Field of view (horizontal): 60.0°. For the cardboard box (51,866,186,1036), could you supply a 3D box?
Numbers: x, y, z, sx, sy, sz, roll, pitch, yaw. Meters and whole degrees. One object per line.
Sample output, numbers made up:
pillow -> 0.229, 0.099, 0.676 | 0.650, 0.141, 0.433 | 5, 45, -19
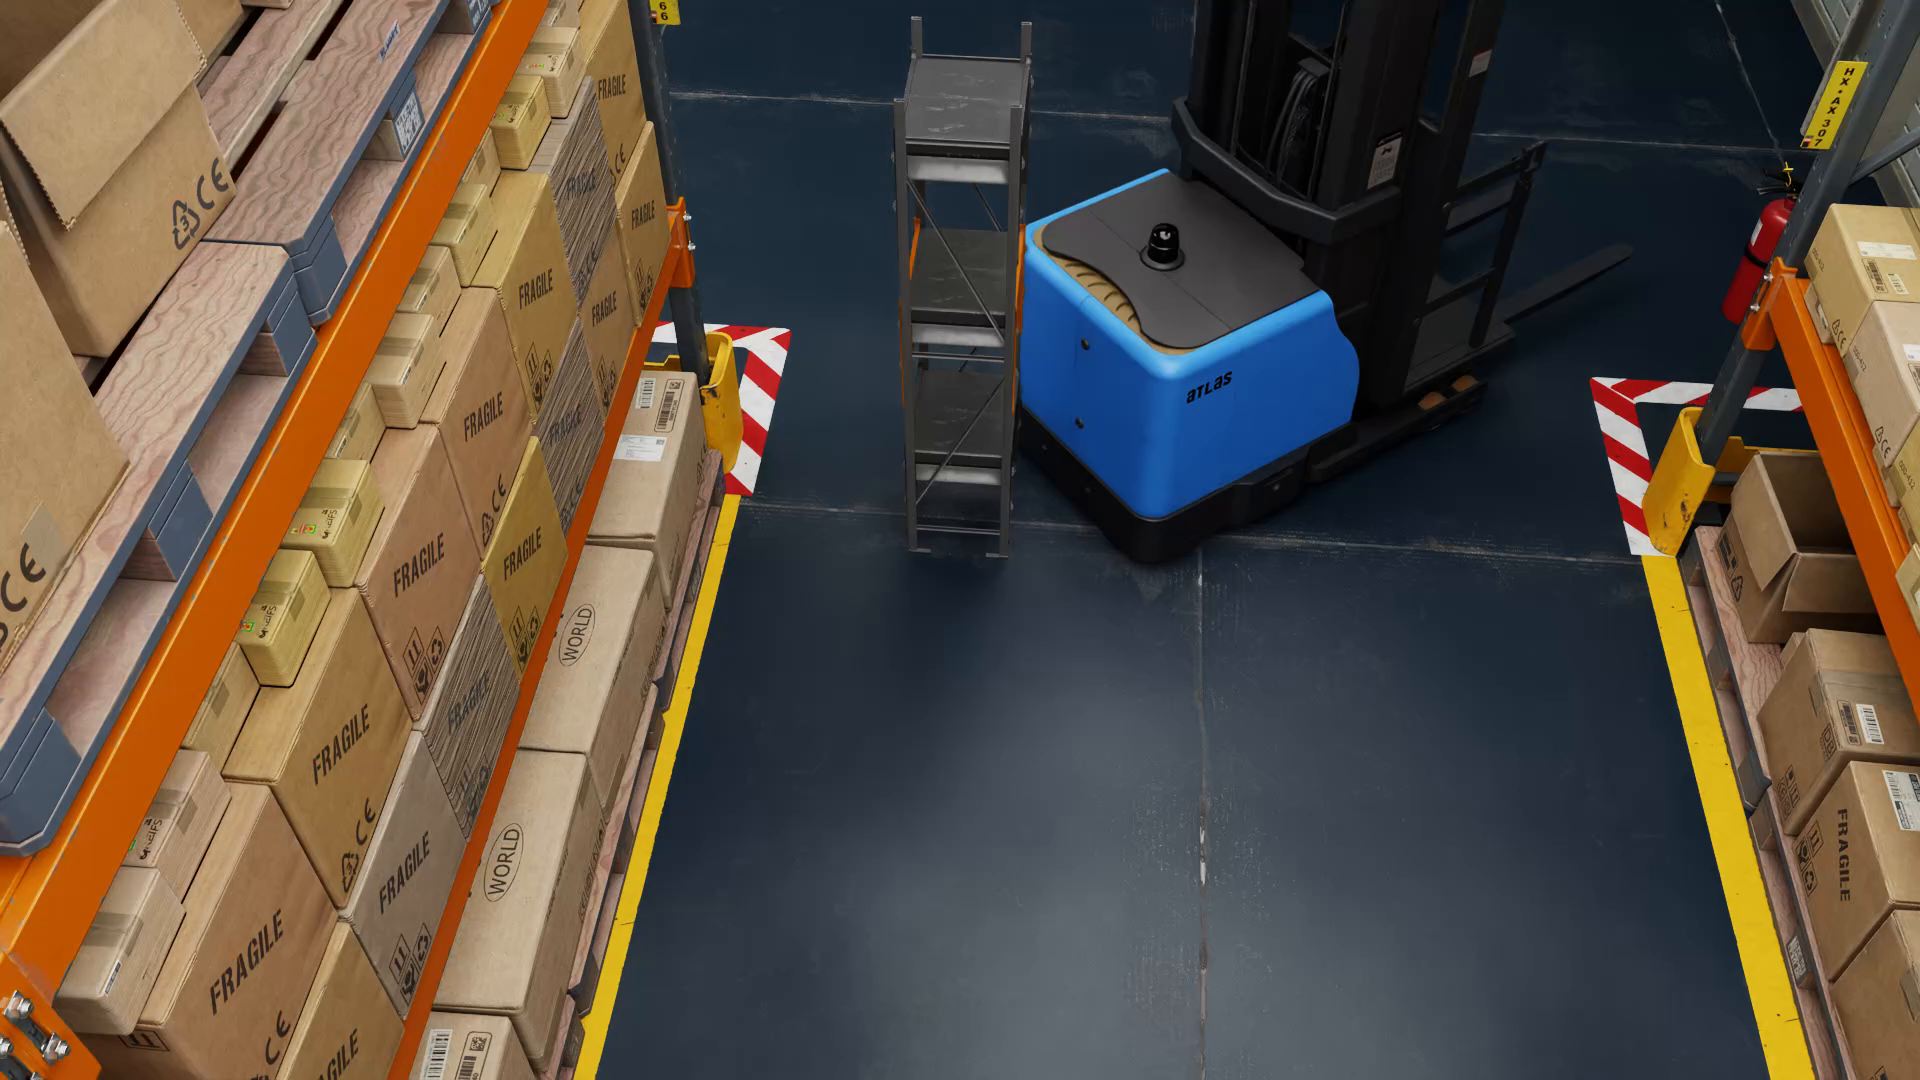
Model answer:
cardboard box -> -1.609, 0.707, 2.911 | 0.380, 0.149, 0.250 | 3, 48, 3

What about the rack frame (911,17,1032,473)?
rack frame -> 0.037, -1.010, 6.276 | 0.400, 2.100, 0.015 | 4, 48, 4

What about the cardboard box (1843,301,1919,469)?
cardboard box -> 3.056, -0.460, 5.064 | 0.500, 0.250, 0.500 | 4, 48, 4

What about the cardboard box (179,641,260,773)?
cardboard box -> -1.621, 0.327, 3.259 | 0.380, 0.149, 0.250 | 3, 48, 3

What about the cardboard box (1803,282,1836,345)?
cardboard box -> 3.108, -0.788, 5.634 | 0.380, 0.149, 0.250 | 4, 48, 3

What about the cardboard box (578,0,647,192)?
cardboard box -> -1.339, -1.428, 5.304 | 0.500, 0.500, 0.500 | 5, 48, 5

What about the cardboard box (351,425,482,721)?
cardboard box -> -1.502, 0.061, 3.942 | 0.500, 0.500, 0.500 | 5, 48, 4

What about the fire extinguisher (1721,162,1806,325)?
fire extinguisher -> 2.965, -1.083, 6.039 | 0.296, 0.674, 0.183 | 4, 48, 4

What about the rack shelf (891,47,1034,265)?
rack shelf -> 0.015, -1.294, 5.606 | 0.431, 0.518, 0.480 | 4, 48, 4

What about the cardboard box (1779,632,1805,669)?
cardboard box -> 3.184, 0.477, 5.954 | 0.380, 0.149, 0.250 | 2, 48, 2

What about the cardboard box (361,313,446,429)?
cardboard box -> -1.452, -0.411, 3.934 | 0.380, 0.149, 0.250 | 4, 48, 4

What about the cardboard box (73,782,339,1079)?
cardboard box -> -1.612, 0.807, 3.260 | 0.500, 0.500, 0.500 | 4, 48, 4

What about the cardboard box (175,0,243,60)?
cardboard box -> -1.865, -1.178, 3.367 | 0.500, 0.500, 0.500 | 5, 48, 4

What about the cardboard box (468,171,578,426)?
cardboard box -> -1.405, -0.679, 4.619 | 0.500, 0.500, 0.500 | 4, 48, 3

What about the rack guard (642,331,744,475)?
rack guard -> -1.530, -0.601, 6.987 | 1.175, 0.500, 0.348 | 4, 48, 4

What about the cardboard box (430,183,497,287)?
cardboard box -> -1.427, -0.799, 4.289 | 0.380, 0.149, 0.250 | 5, 48, 4

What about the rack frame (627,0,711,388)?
rack frame -> -1.532, -1.427, 6.049 | 1.000, 3.000, 0.127 | 4, 48, 4

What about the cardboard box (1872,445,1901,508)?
cardboard box -> 3.058, -0.221, 5.116 | 0.380, 0.149, 0.250 | 5, 48, 5

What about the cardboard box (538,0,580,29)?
cardboard box -> -1.364, -1.552, 4.978 | 0.380, 0.149, 0.250 | 5, 48, 4

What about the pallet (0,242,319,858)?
pallet -> -1.811, -0.071, 2.835 | 1.003, 0.211, 1.213 | 4, 48, 4

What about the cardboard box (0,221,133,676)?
cardboard box -> -1.634, -0.128, 2.407 | 0.500, 0.500, 0.500 | 5, 48, 4

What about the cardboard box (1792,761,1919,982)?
cardboard box -> 2.997, 1.056, 5.187 | 0.500, 0.500, 0.500 | 5, 48, 4

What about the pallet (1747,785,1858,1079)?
pallet -> 3.219, 1.381, 5.370 | 1.003, 0.211, 1.213 | 4, 48, 4

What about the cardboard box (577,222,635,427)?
cardboard box -> -1.373, -0.721, 5.335 | 0.500, 0.500, 0.500 | 3, 48, 3

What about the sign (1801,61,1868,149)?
sign -> 2.871, -1.425, 5.460 | 0.100, 0.325, 0.005 | 4, 48, 4

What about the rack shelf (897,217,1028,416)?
rack shelf -> 0.015, -0.821, 6.122 | 0.431, 0.518, 0.480 | 4, 48, 4

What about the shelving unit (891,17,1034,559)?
shelving unit -> 0.015, -0.830, 6.112 | 0.431, 2.100, 0.503 | 4, 48, 4

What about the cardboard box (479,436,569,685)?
cardboard box -> -1.444, 0.038, 4.641 | 0.500, 0.500, 0.500 | 5, 48, 5

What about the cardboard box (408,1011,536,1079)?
cardboard box -> -1.732, 1.781, 4.566 | 0.875, 0.438, 0.875 | 3, 48, 3

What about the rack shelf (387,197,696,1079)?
rack shelf -> -1.714, 0.285, 4.970 | 1.077, 0.370, 4.000 | 4, 48, 4

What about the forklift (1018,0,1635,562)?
forklift -> 1.688, -1.766, 6.404 | 3.031, 2.935, 1.130 | -26, 53, -22

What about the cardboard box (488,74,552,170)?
cardboard box -> -1.368, -1.174, 4.632 | 0.380, 0.149, 0.250 | 5, 48, 4

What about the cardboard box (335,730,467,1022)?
cardboard box -> -1.543, 0.782, 3.961 | 0.500, 0.500, 0.500 | 4, 48, 4

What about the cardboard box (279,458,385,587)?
cardboard box -> -1.484, -0.044, 3.599 | 0.380, 0.149, 0.250 | 3, 48, 2

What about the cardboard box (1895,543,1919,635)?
cardboard box -> 2.941, 0.155, 4.772 | 0.380, 0.149, 0.250 | 3, 48, 2

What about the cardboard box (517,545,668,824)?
cardboard box -> -1.568, 0.460, 5.774 | 0.875, 0.438, 0.875 | 5, 48, 5

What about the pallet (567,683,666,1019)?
pallet -> -1.641, 1.001, 5.718 | 1.003, 0.211, 1.213 | 4, 48, 4

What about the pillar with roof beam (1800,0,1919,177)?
pillar with roof beam -> 0.268, -5.331, 5.554 | 9.100, 9.000, 0.400 | 4, 48, 4

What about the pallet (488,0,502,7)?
pallet -> -1.589, -1.864, 4.475 | 1.003, 0.211, 1.213 | 4, 48, 4
